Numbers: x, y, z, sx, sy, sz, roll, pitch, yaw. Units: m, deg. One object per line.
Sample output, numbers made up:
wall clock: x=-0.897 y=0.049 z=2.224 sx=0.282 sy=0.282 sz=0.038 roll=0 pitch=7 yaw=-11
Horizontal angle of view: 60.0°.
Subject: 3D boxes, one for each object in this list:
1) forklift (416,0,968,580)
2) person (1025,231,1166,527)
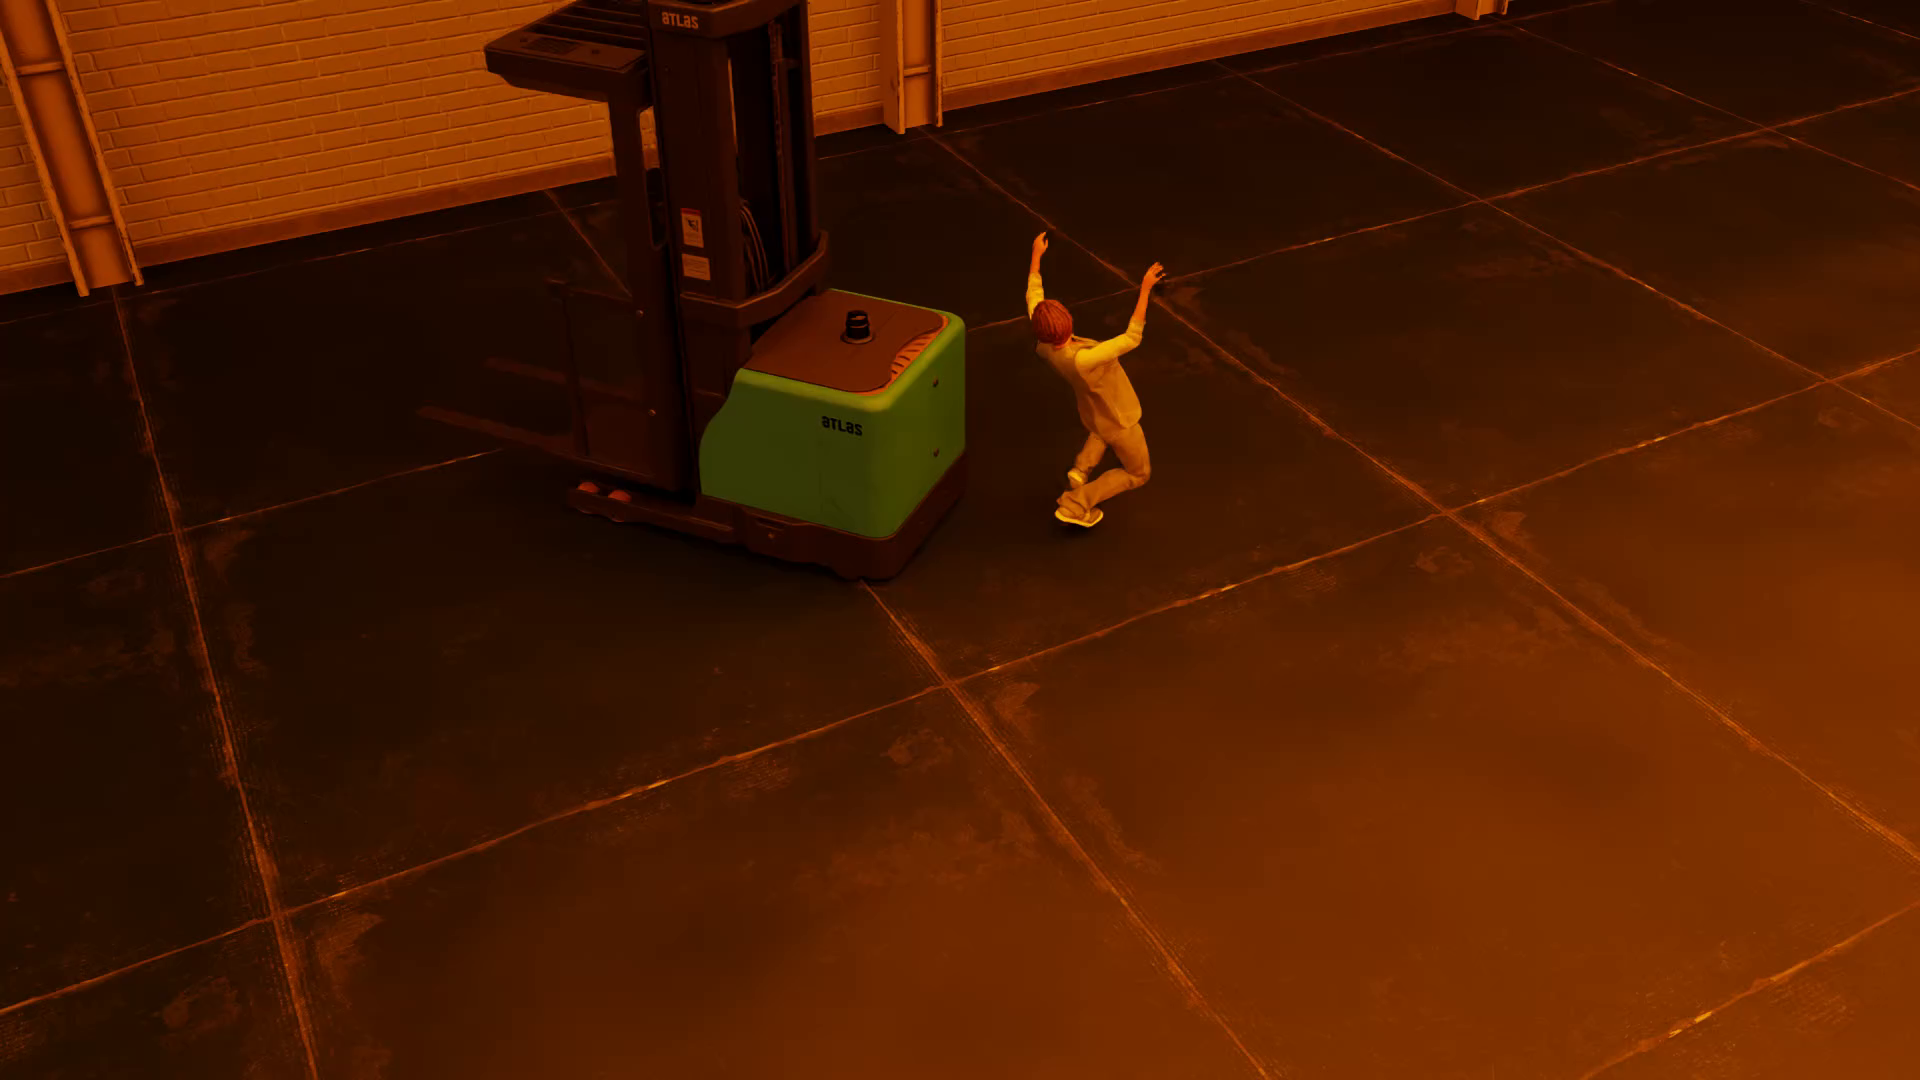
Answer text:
forklift: x=-1.522 y=-1.553 z=8.320 sx=3.031 sy=2.935 sz=1.130 roll=14 pitch=38 yaw=19
person: x=0.633 y=-0.806 z=8.499 sx=0.696 sy=1.505 sz=0.887 roll=-16 pitch=38 yaw=-21
